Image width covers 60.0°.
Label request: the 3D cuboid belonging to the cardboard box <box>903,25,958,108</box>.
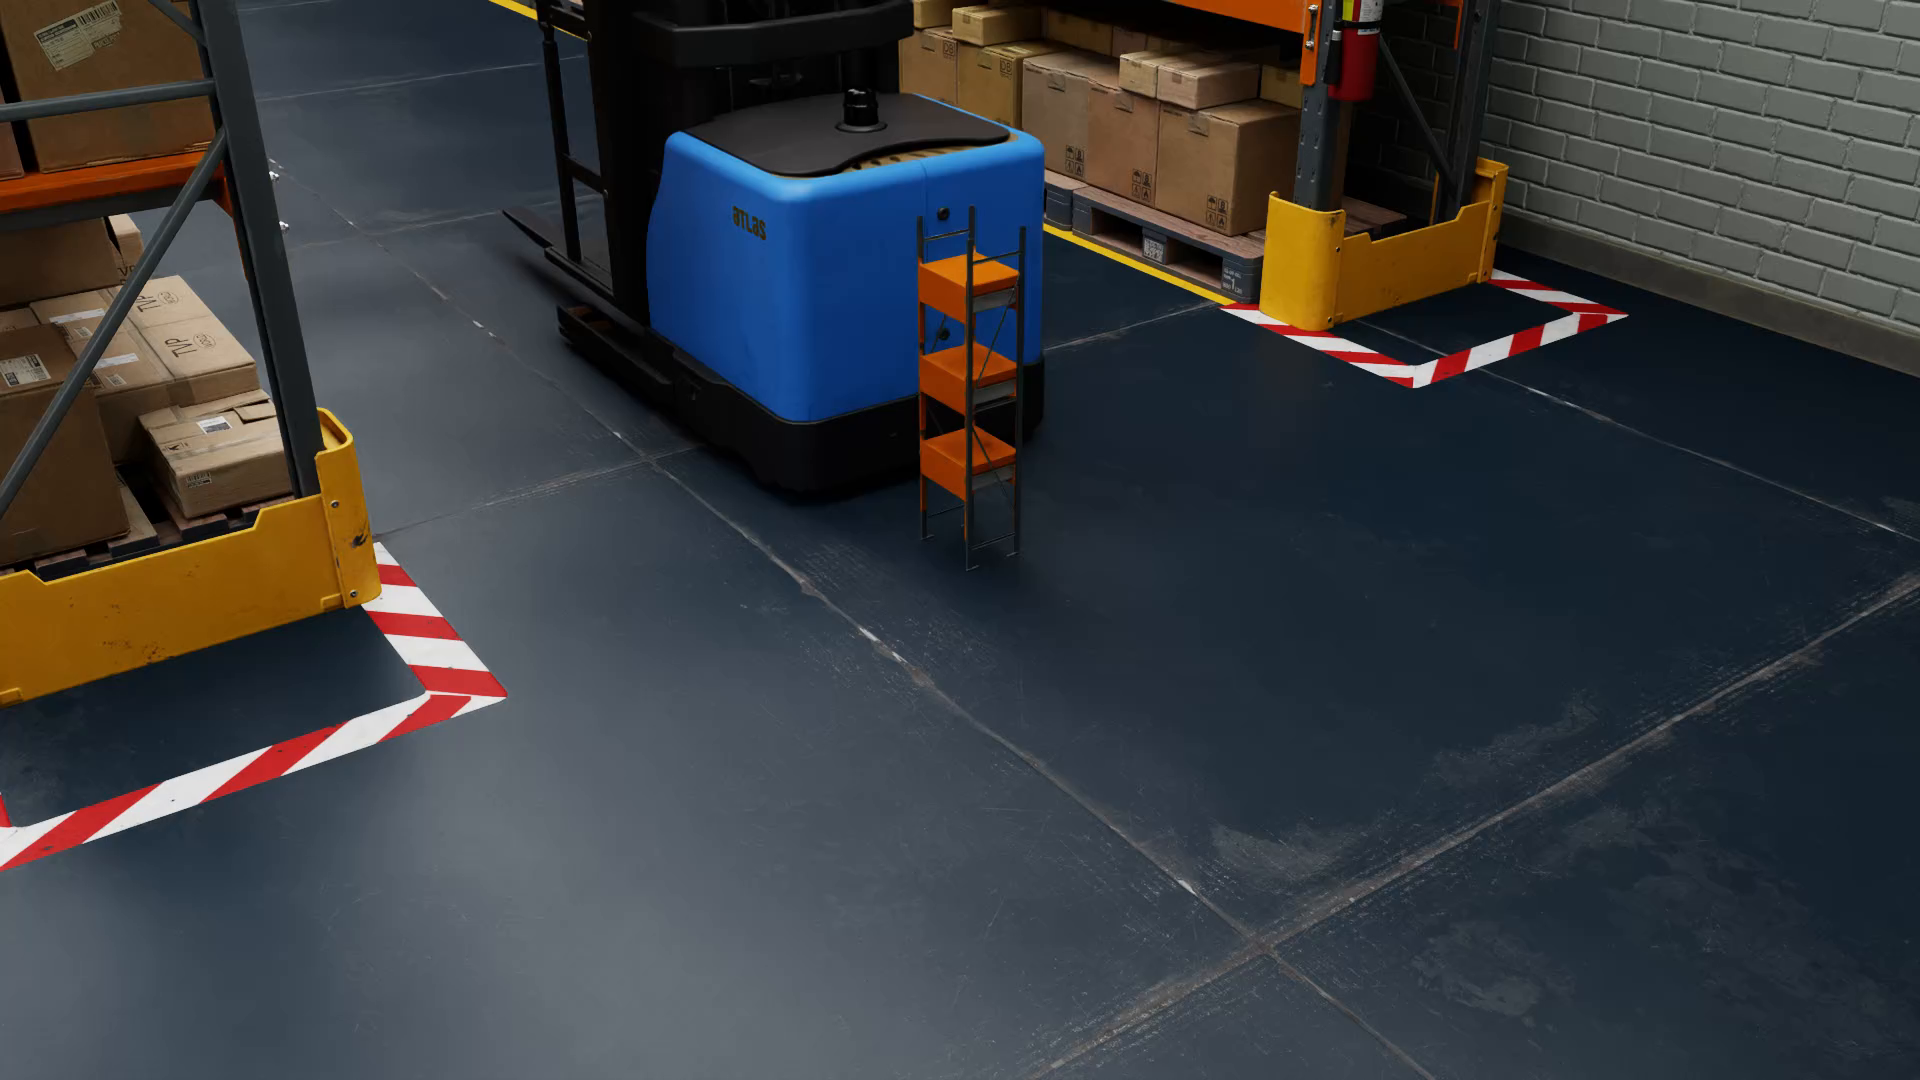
[{"bbox_3d":[0.120,-2.525,8.935,0.700,0.500,0.500,-19,34,-31],"label":"cardboard box"}]

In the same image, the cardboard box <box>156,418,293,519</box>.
[{"bbox_3d":[-2.194,-0.225,5.047,0.380,0.149,0.250,-19,34,-31],"label":"cardboard box"}]

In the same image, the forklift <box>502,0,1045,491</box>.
[{"bbox_3d":[-0.953,-2.100,6.046,1.130,2.935,3.031,-18,33,-30],"label":"forklift"}]

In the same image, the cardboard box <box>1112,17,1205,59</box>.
[{"bbox_3d":[0.962,-2.414,8.052,0.380,0.149,0.250,-18,33,-30],"label":"cardboard box"}]

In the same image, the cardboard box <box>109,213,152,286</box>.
[{"bbox_3d":[-3.555,-1.158,6.596,0.500,0.311,0.500,-19,34,-31],"label":"cardboard box"}]

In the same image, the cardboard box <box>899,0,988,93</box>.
[{"bbox_3d":[-0.168,-2.721,9.296,0.700,0.500,0.500,-18,33,-30],"label":"cardboard box"}]

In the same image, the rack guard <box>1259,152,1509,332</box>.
[{"bbox_3d":[1.815,-1.291,7.104,1.175,0.500,0.348,-19,34,-31],"label":"rack guard"}]

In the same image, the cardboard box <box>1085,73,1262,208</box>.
[{"bbox_3d":[1.024,-1.924,7.829,0.700,0.500,0.500,-19,34,-31],"label":"cardboard box"}]

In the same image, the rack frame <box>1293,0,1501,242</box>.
[{"bbox_3d":[1.801,-2.399,6.524,1.000,3.000,0.127,-19,34,-31],"label":"rack frame"}]

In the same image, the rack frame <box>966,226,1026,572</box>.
[{"bbox_3d":[0.102,-0.393,4.874,0.200,1.050,0.008,-19,34,-31],"label":"rack frame"}]

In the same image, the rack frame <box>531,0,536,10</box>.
[{"bbox_3d":[-2.839,-5.509,12.251,1.000,3.000,0.127,-19,34,-31],"label":"rack frame"}]

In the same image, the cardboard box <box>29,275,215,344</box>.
[{"bbox_3d":[-2.896,-0.690,5.797,0.500,0.250,0.500,-19,34,-31],"label":"cardboard box"}]

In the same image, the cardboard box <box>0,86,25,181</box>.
[{"bbox_3d":[-2.713,-1.169,4.154,0.500,0.500,0.500,-18,33,-29],"label":"cardboard box"}]

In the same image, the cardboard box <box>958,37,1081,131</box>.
[{"bbox_3d":[0.416,-2.325,8.566,0.700,0.500,0.500,-18,33,-30],"label":"cardboard box"}]

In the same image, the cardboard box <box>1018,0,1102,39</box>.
[{"bbox_3d":[0.516,-2.712,8.601,0.380,0.149,0.250,-18,33,-30],"label":"cardboard box"}]

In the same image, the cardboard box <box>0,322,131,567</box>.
[{"bbox_3d":[-2.748,-0.264,4.752,0.500,0.500,0.500,-19,34,-31],"label":"cardboard box"}]

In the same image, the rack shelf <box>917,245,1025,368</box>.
[{"bbox_3d":[0.031,-0.681,4.831,0.215,0.259,0.240,-19,34,-31],"label":"rack shelf"}]

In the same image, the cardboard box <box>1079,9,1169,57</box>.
[{"bbox_3d":[0.813,-2.514,8.235,0.380,0.149,0.250,-18,33,-30],"label":"cardboard box"}]

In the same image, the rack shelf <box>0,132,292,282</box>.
[{"bbox_3d":[-3.392,-1.488,5.600,1.077,0.370,4.000,-19,34,-31],"label":"rack shelf"}]

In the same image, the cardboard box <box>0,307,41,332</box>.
[{"bbox_3d":[-3.274,-0.532,5.507,0.500,0.250,0.500,-19,34,-31],"label":"cardboard box"}]

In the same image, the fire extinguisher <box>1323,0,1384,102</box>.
[{"bbox_3d":[1.513,-2.015,6.288,0.296,0.674,0.183,-19,34,-31],"label":"fire extinguisher"}]

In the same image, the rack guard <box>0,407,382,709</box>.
[{"bbox_3d":[-2.276,0.043,4.647,1.175,0.500,0.348,-19,34,-31],"label":"rack guard"}]

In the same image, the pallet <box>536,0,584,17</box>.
[{"bbox_3d":[-2.443,-3.956,12.314,1.003,0.211,1.213,-19,34,-31],"label":"pallet"}]

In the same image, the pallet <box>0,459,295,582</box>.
[{"bbox_3d":[-2.739,-0.140,5.287,1.003,0.211,1.213,-19,34,-31],"label":"pallet"}]

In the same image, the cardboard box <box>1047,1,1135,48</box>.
[{"bbox_3d":[0.666,-2.612,8.416,0.380,0.149,0.250,-19,34,-31],"label":"cardboard box"}]

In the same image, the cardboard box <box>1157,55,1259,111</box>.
[{"bbox_3d":[1.091,-2.014,7.315,0.380,0.149,0.250,-19,34,-31],"label":"cardboard box"}]

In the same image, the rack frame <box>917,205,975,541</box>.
[{"bbox_3d":[-0.040,-0.488,5.048,0.200,1.050,0.008,-19,34,-31],"label":"rack frame"}]

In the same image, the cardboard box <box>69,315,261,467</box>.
[{"bbox_3d":[-2.606,-0.495,5.439,0.500,0.250,0.500,-19,34,-31],"label":"cardboard box"}]

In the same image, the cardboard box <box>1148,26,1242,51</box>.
[{"bbox_3d":[1.110,-2.315,7.870,0.380,0.149,0.250,-18,34,-30],"label":"cardboard box"}]

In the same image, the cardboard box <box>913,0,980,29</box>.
[{"bbox_3d":[-0.118,-2.822,8.803,0.380,0.149,0.250,-18,33,-29],"label":"cardboard box"}]

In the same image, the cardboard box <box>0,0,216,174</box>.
[{"bbox_3d":[-2.274,-1.316,4.425,0.500,0.500,0.500,-18,33,-30],"label":"cardboard box"}]

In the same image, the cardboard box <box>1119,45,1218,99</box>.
[{"bbox_3d":[0.942,-2.113,7.497,0.380,0.149,0.250,-18,33,-29],"label":"cardboard box"}]

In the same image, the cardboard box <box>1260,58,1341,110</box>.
[{"bbox_3d":[1.549,-2.021,7.328,0.380,0.149,0.250,-19,34,-30],"label":"cardboard box"}]

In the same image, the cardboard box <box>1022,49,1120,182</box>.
[{"bbox_3d":[0.731,-2.119,8.188,0.700,0.500,0.500,-20,34,-32],"label":"cardboard box"}]

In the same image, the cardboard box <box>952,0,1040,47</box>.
[{"bbox_3d":[0.184,-2.619,8.430,0.380,0.149,0.250,-20,34,-32],"label":"cardboard box"}]

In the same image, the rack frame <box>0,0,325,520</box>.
[{"bbox_3d":[-2.232,-1.026,3.996,1.000,3.000,0.127,-19,34,-31],"label":"rack frame"}]

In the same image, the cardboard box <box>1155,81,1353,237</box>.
[{"bbox_3d":[1.314,-1.729,7.471,0.700,0.500,0.500,-19,34,-31],"label":"cardboard box"}]

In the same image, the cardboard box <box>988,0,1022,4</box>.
[{"bbox_3d":[0.370,-2.811,8.782,0.380,0.149,0.250,-20,34,-32],"label":"cardboard box"}]

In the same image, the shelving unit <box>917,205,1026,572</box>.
[{"bbox_3d":[0.031,-0.441,4.961,0.215,1.050,0.252,-19,34,-31],"label":"shelving unit"}]

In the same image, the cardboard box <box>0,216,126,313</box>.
[{"bbox_3d":[-3.458,-0.949,6.008,0.797,0.503,0.637,-19,34,-31],"label":"cardboard box"}]

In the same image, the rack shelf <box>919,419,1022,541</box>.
[{"bbox_3d":[0.031,-0.187,5.099,0.215,0.259,0.240,-19,34,-31],"label":"rack shelf"}]

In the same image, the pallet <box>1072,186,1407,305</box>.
[{"bbox_3d":[1.274,-1.463,7.722,1.003,0.211,1.213,-19,34,-31],"label":"pallet"}]

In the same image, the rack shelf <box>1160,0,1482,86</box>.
[{"bbox_3d":[0.641,-2.860,8.128,1.077,0.370,4.000,-19,34,-31],"label":"rack shelf"}]

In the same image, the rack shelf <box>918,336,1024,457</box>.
[{"bbox_3d":[0.031,-0.431,4.966,0.215,0.259,0.240,-19,34,-31],"label":"rack shelf"}]

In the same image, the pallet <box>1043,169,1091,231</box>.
[{"bbox_3d":[0.570,-1.937,8.595,1.003,0.211,1.213,-19,34,-31],"label":"pallet"}]

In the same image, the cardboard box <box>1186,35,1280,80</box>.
[{"bbox_3d":[1.255,-2.218,7.690,0.380,0.149,0.250,-19,34,-31],"label":"cardboard box"}]

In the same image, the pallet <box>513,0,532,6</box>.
[{"bbox_3d":[-3.291,-4.588,13.476,1.003,0.211,1.213,-19,34,-31],"label":"pallet"}]

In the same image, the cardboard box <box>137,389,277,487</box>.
[{"bbox_3d":[-2.339,-0.330,5.222,0.380,0.166,0.250,-19,34,-31],"label":"cardboard box"}]
